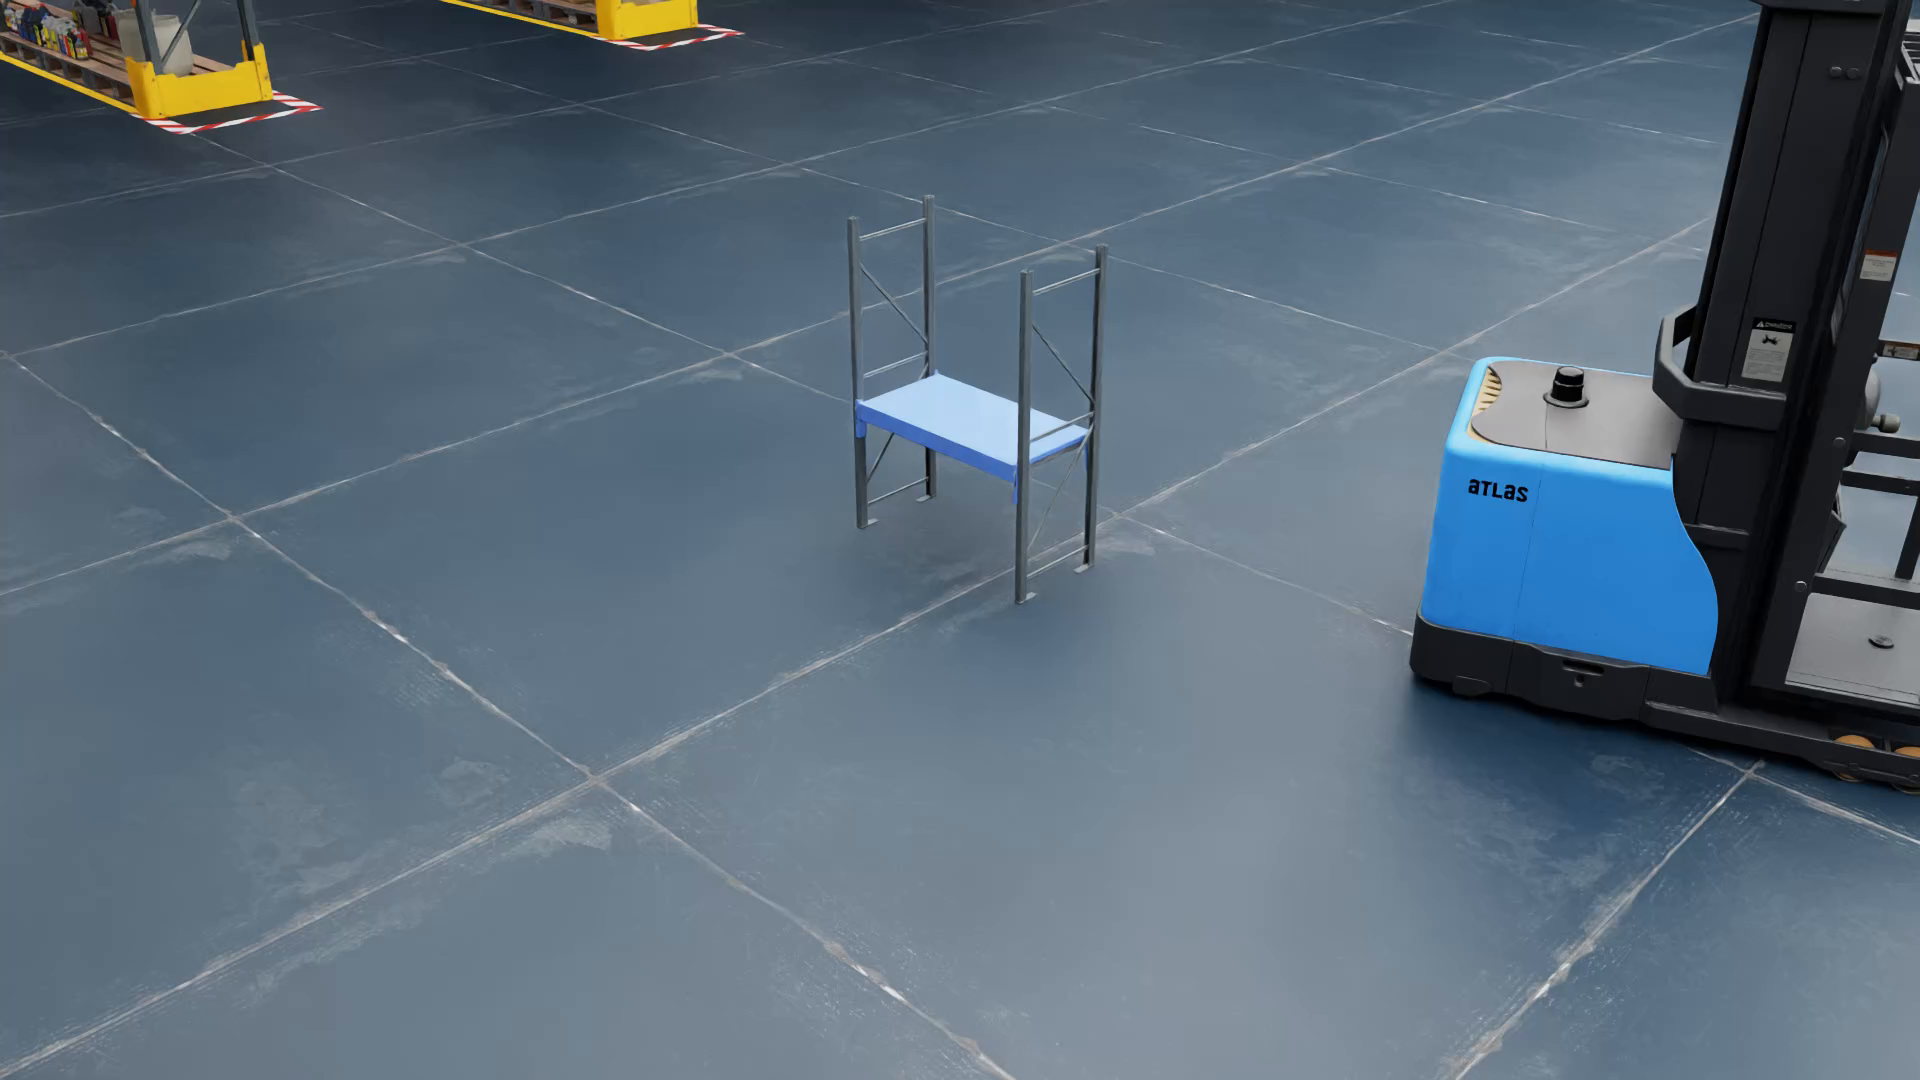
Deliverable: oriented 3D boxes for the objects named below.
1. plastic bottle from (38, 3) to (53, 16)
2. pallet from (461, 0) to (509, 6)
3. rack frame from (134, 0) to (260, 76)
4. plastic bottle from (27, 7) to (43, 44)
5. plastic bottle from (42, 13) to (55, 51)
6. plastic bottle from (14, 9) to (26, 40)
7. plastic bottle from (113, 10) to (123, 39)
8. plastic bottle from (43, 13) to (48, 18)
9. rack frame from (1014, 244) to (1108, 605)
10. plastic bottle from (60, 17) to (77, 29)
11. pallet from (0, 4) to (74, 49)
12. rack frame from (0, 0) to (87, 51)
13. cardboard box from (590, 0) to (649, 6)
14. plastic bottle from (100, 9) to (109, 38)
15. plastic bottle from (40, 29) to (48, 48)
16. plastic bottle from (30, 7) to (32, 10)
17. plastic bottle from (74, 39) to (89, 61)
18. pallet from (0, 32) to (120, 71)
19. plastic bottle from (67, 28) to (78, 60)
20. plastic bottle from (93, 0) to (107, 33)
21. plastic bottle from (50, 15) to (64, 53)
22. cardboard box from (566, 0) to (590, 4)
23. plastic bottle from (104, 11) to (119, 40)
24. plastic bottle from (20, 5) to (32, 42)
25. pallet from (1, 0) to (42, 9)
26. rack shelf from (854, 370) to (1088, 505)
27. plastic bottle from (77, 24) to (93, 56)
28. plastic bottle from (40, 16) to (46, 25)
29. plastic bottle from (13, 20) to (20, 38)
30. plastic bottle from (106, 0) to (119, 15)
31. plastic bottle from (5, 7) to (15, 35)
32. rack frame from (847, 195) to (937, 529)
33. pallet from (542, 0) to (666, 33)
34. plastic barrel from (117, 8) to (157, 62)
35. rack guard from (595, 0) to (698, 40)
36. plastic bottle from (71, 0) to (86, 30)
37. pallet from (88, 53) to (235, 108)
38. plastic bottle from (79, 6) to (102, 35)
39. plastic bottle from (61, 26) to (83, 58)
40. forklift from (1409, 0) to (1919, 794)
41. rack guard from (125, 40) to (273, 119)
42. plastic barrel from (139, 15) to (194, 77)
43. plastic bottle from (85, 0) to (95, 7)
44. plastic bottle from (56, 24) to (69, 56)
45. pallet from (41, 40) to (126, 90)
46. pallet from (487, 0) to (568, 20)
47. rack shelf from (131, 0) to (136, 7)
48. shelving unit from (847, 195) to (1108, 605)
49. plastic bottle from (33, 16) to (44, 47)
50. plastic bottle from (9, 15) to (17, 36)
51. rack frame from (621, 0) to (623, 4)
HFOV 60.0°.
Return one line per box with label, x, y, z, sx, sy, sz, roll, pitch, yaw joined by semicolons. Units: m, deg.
plastic bottle;-9.348;-5.306;16.991;0.185;0.351;0.144;25;36;38
pallet;-5.757;-6.839;20.530;1.213;0.211;1.003;25;36;38
rack frame;-6.881;-5.332;14.667;0.127;3.000;1.000;25;36;38
plastic bottle;-9.314;-5.197;16.783;0.185;0.351;0.144;23;35;36
plastic bottle;-9.011;-5.058;16.519;0.185;0.351;0.144;24;36;38
plastic bottle;-9.564;-5.280;17.023;0.152;0.276;0.135;-24;36;-37
plastic bottle;-8.592;-5.289;17.040;0.152;0.276;0.135;-25;36;-38
plastic bottle;-9.261;-5.216;16.905;0.097;0.271;0.097;0;28;0
rack frame;0.423;-0.470;7.033;0.032;1.500;0.500;25;36;38
plastic bottle;-8.925;-5.082;16.646;0.135;0.276;0.152;25;36;38
pallet;-10.321;-5.646;18.261;1.213;0.211;1.003;25;36;38
rack frame;-9.734;-6.637;17.149;0.127;3.000;1.000;25;36;38
cardboard box;-3.842;-6.264;18.675;0.500;0.500;0.500;-18;33;-30
plastic bottle;-8.759;-5.304;17.061;0.133;0.283;0.061;25;36;38
plastic bottle;-9.129;-5.030;16.627;0.097;0.201;0.097;0;28;0
plastic bottle;-9.490;-5.319;17.089;0.133;0.283;0.061;25;36;38
plastic bottle;-8.498;-4.742;16.079;0.097;0.201;0.097;0;28;0
pallet;-9.284;-5.170;17.355;1.213;0.211;1.003;25;36;38
plastic bottle;-8.594;-4.810;16.121;0.061;0.283;0.133;-24;36;-38
plastic bottle;-8.935;-5.482;17.326;0.185;0.351;0.144;22;35;36
plastic bottle;-8.879;-4.997;16.404;0.144;0.351;0.185;-24;36;-37
cardboard box;-4.293;-6.448;19.024;0.500;0.500;0.500;-15;31;-27
plastic bottle;-8.666;-5.257;16.971;0.133;0.283;0.061;25;36;38
plastic bottle;-9.449;-5.258;16.900;0.144;0.351;0.185;-24;36;-38
pallet;-11.195;-6.044;19.018;1.213;0.211;1.003;25;36;38
rack shelf;0.061;-0.477;7.432;1.000;0.185;0.538;25;36;38
plastic bottle;-8.585;-4.905;16.301;0.133;0.283;0.061;25;36;38
plastic bottle;-9.183;-5.126;16.734;0.097;0.271;0.097;0;28;0
plastic bottle;-9.669;-5.277;17.097;0.097;0.201;0.097;0;28;0
plastic bottle;-8.705;-5.377;17.126;0.185;0.351;0.144;24;36;38
plastic bottle;-9.814;-5.375;17.207;0.097;0.271;0.097;0;28;0
rack frame;-0.302;-0.802;7.663;0.032;1.500;0.500;25;36;38
pallet;-4.018;-6.043;19.015;1.213;0.211;1.003;25;36;38
plastic barrel;-7.762;-4.769;15.819;0.421;0.512;0.421;0;28;0
rack guard;-3.463;-5.894;18.422;0.348;0.500;1.175;25;36;38
plastic bottle;-9.173;-5.497;17.354;0.185;0.351;0.144;25;36;38
pallet;-7.544;-4.374;15.841;1.213;0.211;1.003;25;36;38
plastic bottle;-9.021;-5.392;17.235;0.135;0.276;0.152;25;36;38
plastic bottle;-8.659;-4.866;16.235;0.135;0.276;0.152;25;37;39
forklift;3.364;-0.662;5.860;3.031;2.935;1.130;11;30;19
rack guard;-6.968;-4.235;15.266;0.348;0.500;1.175;25;36;38
plastic barrel;-7.404;-4.606;15.508;0.421;0.512;0.421;0;28;0
plastic bottle;-9.072;-5.545;17.445;0.185;0.351;0.144;23;36;37
plastic bottle;-8.758;-4.911;16.321;0.135;0.276;0.152;23;36;37
pallet;-8.410;-4.772;16.598;1.213;0.211;1.003;25;36;38
pallet;-4.883;-6.441;19.772;1.213;0.211;1.003;25;36;38
rack shelf;-8.307;-5.666;16.075;4.000;0.370;1.077;25;36;38
shelving unit;0.061;-0.636;7.348;1.048;1.500;0.538;25;36;38
plastic bottle;-9.226;-5.099;16.670;0.061;0.283;0.133;-23;36;-37
plastic bottle;-9.741;-5.310;17.160;0.097;0.201;0.097;0;28;0
rack frame;-3.409;-6.975;17.793;0.127;3.000;1.000;25;36;38
